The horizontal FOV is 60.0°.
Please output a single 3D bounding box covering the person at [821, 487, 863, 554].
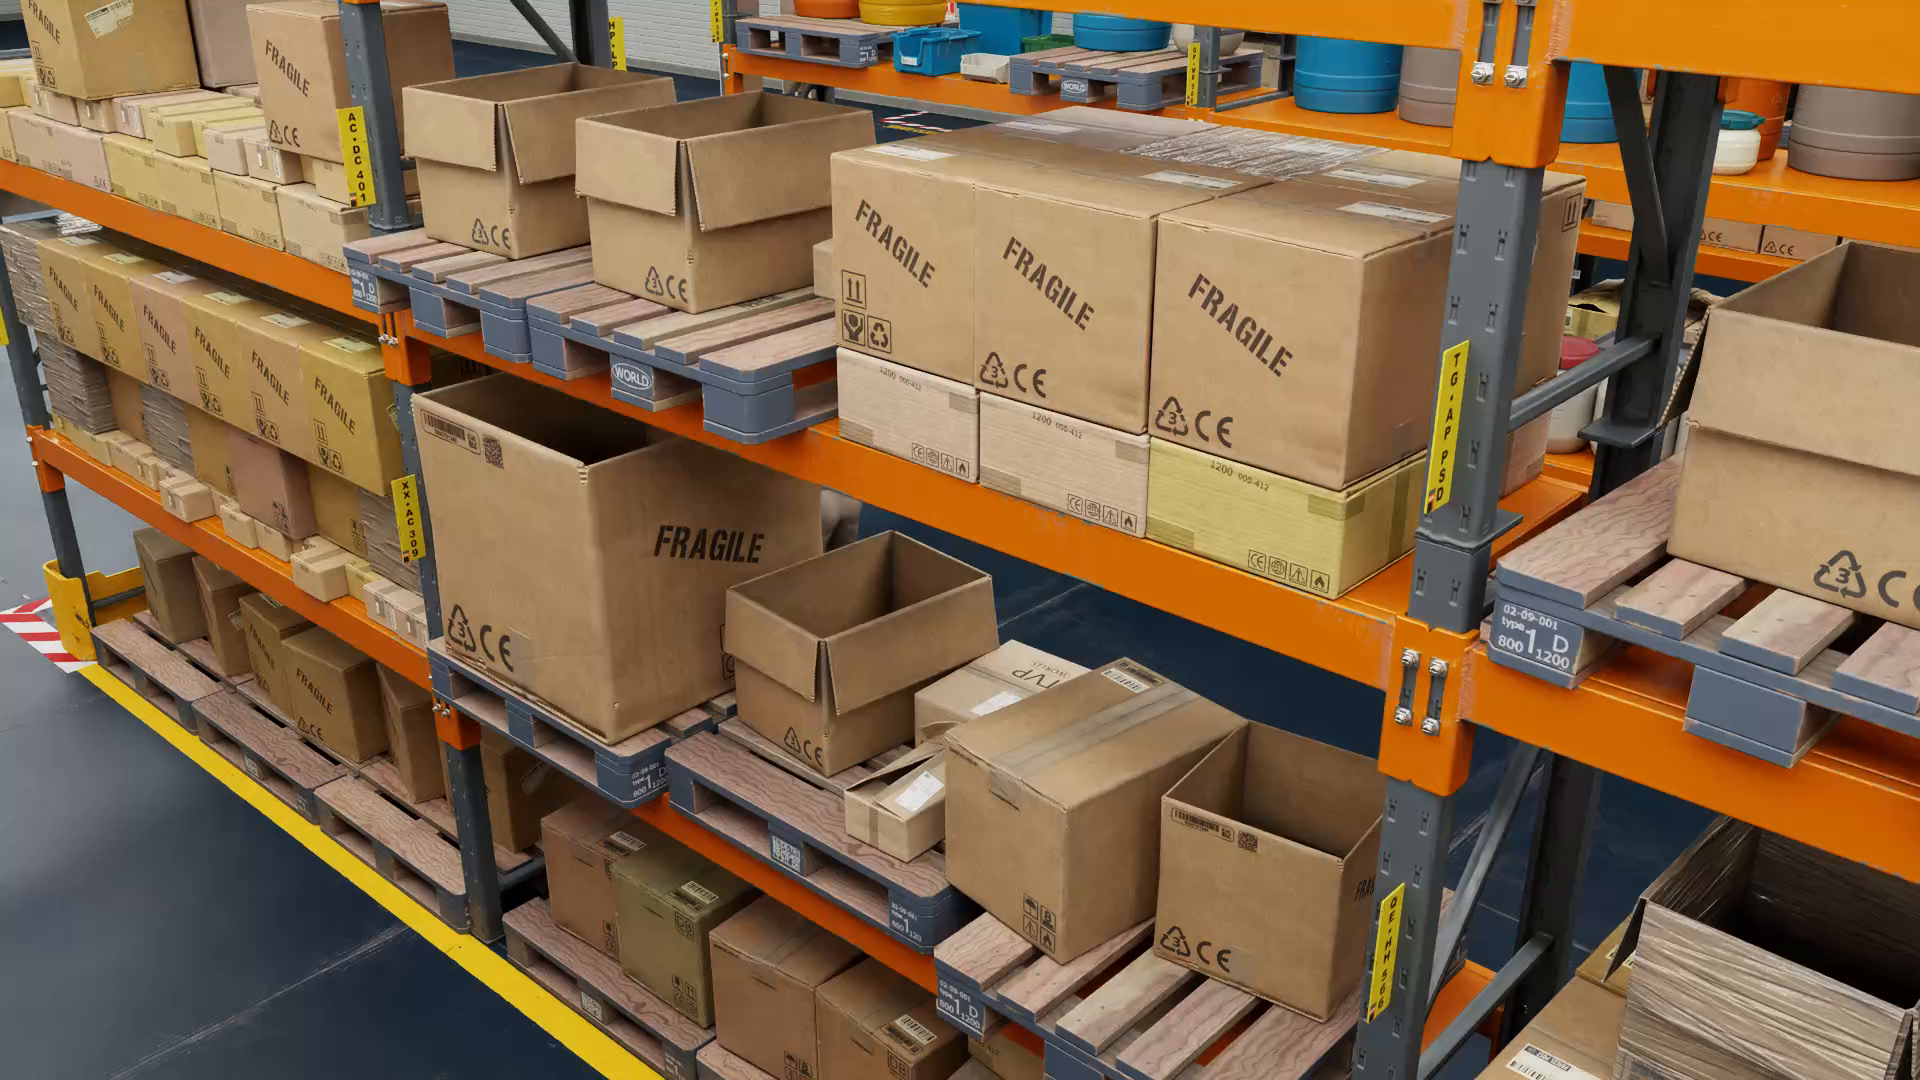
[{"bbox_3d":[-0.783,-0.212,9.091,0.458,1.733,0.533,19,30,37],"label":"person"}]
